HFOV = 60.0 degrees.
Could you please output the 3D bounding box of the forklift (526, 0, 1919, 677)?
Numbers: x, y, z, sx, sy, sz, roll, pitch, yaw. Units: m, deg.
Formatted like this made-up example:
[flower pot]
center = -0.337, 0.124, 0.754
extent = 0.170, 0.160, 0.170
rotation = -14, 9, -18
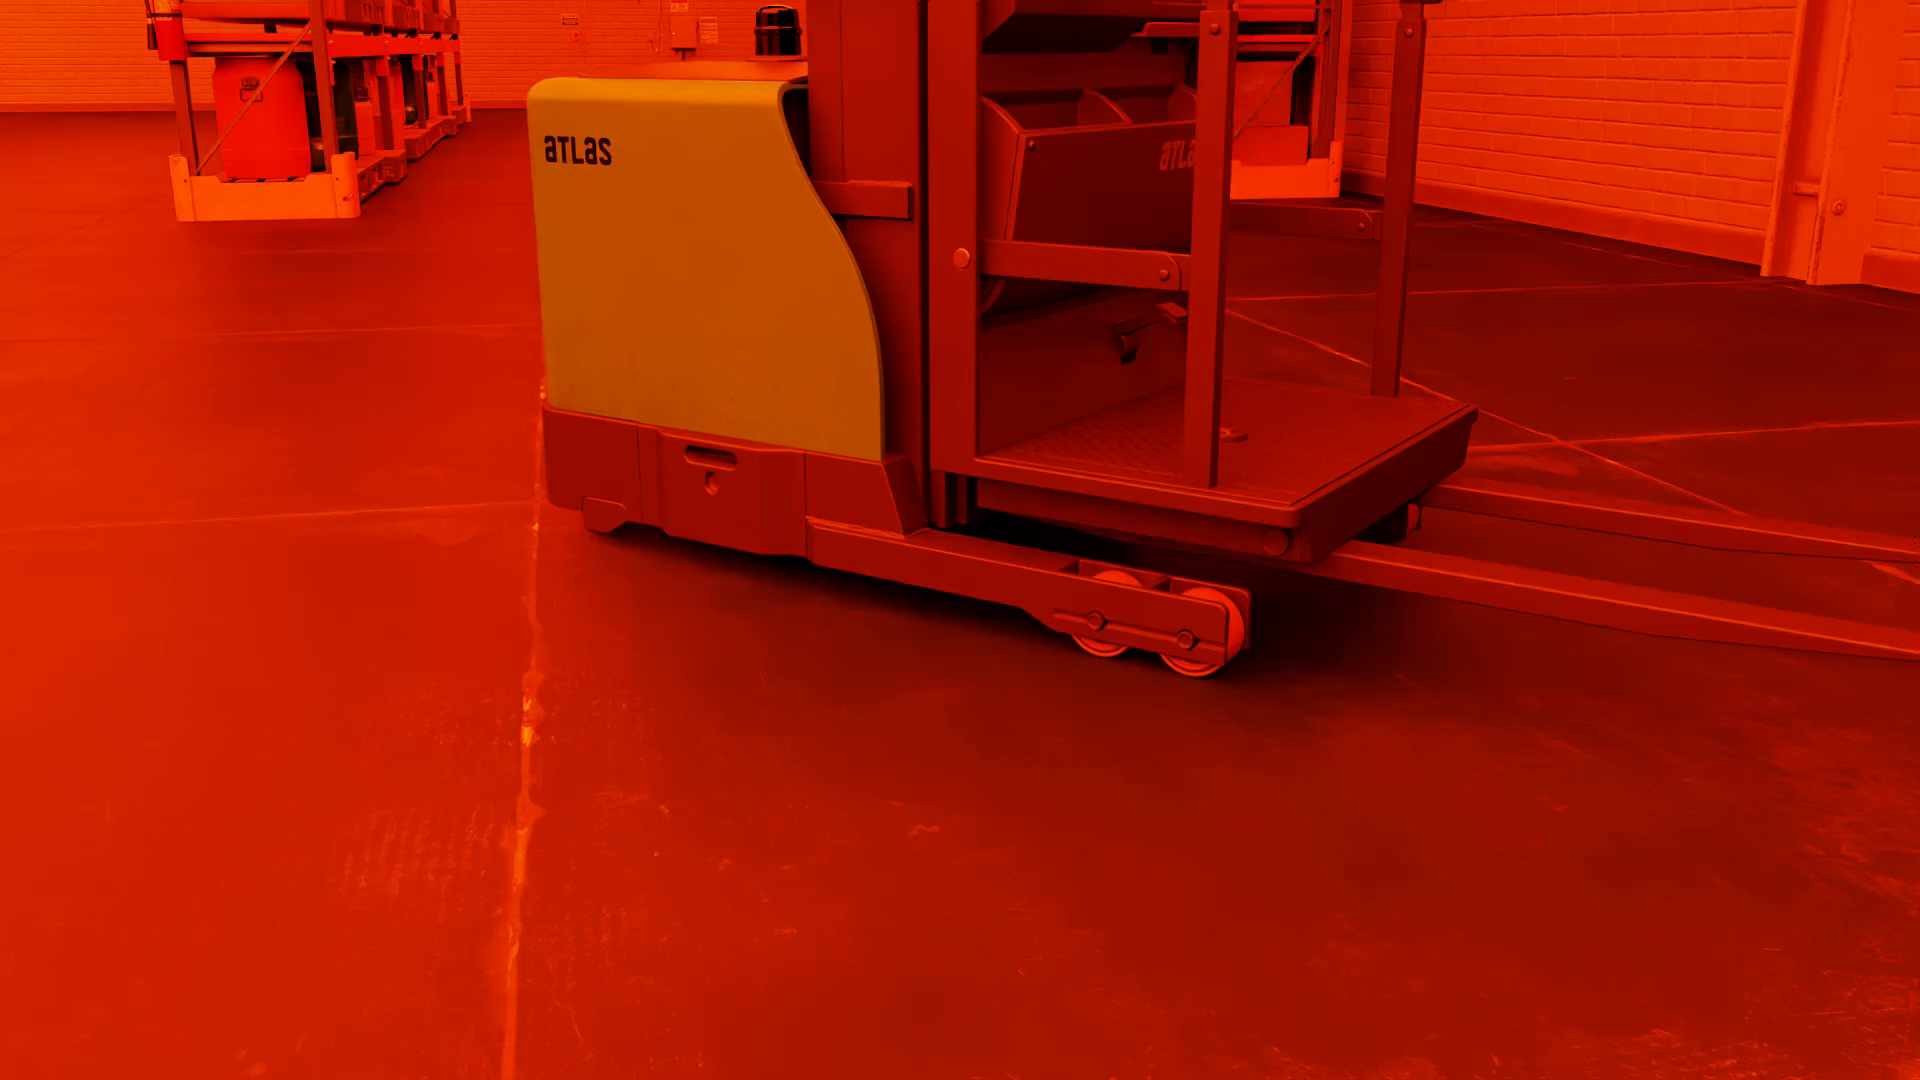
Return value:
[forklift]
center = 0.495, -1.318, 3.306
extent = 3.031, 2.935, 1.130
rotation = 11, 20, 32
